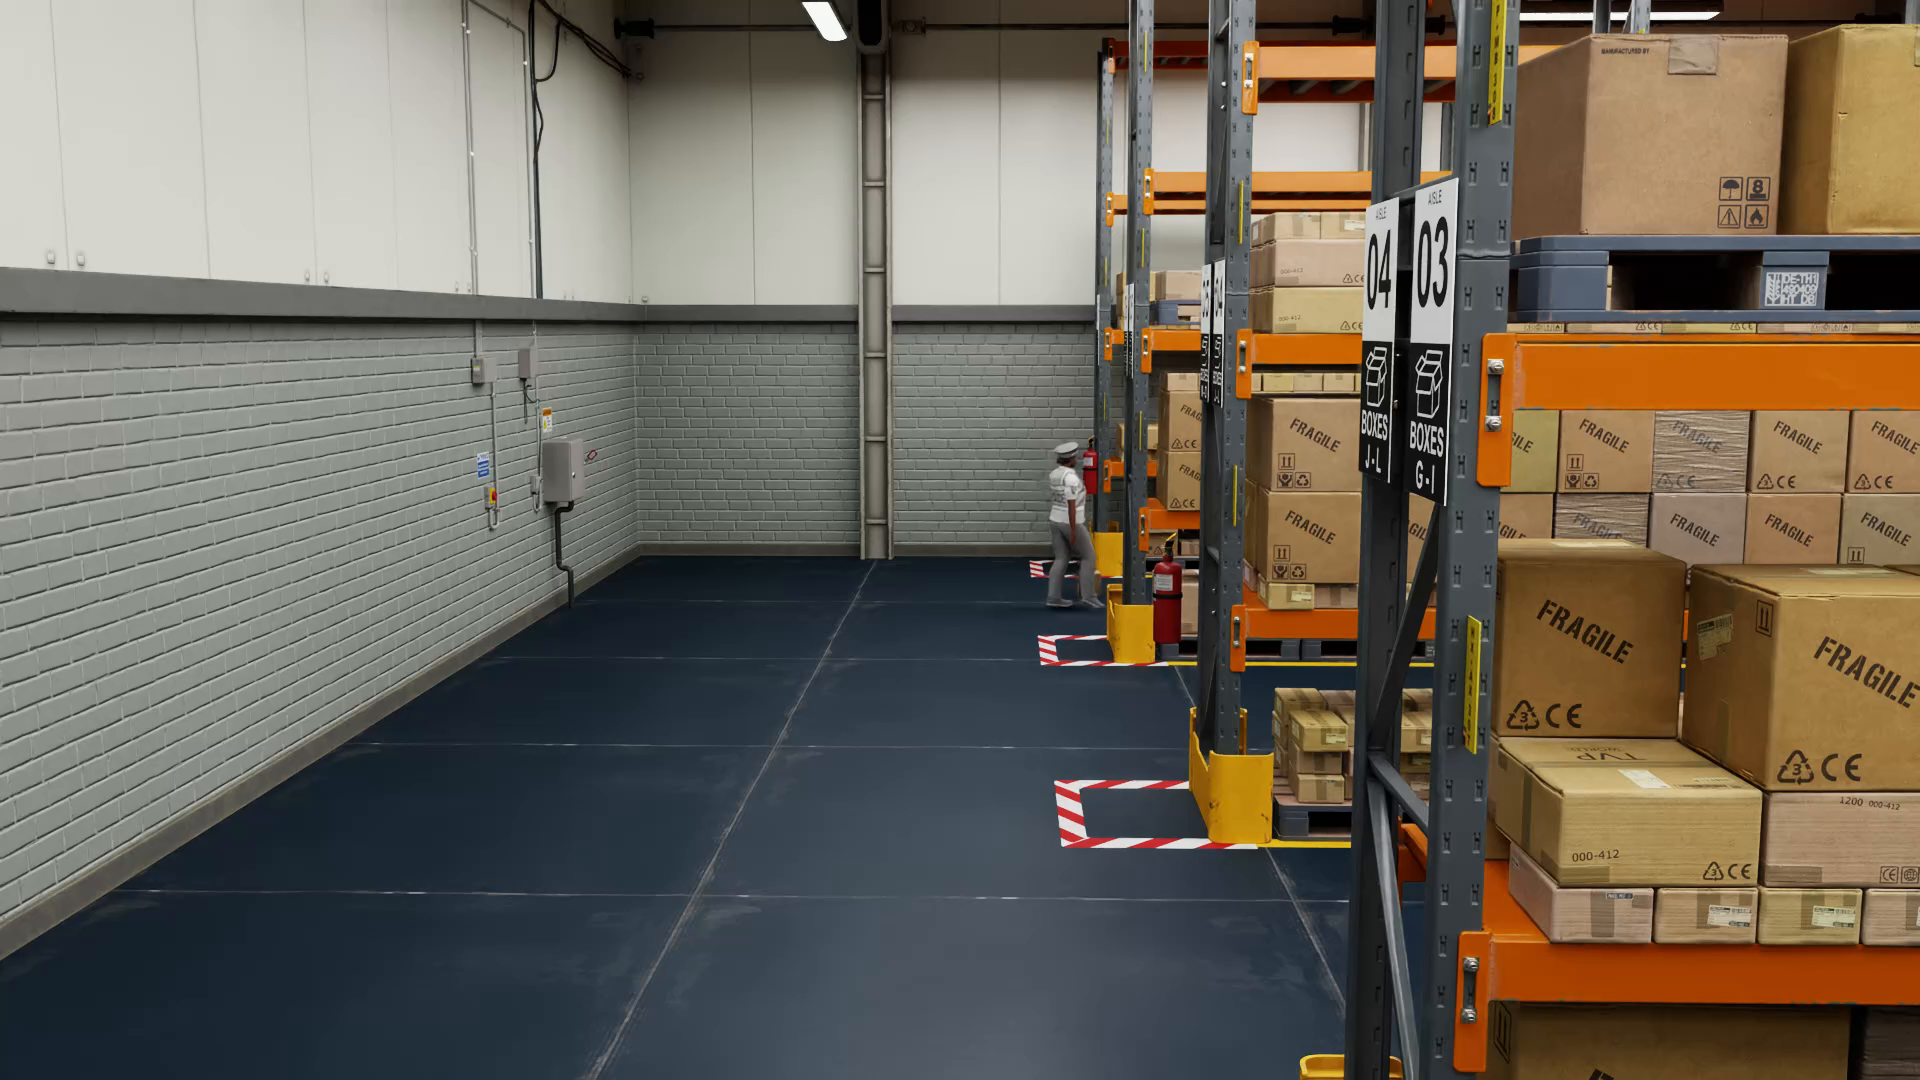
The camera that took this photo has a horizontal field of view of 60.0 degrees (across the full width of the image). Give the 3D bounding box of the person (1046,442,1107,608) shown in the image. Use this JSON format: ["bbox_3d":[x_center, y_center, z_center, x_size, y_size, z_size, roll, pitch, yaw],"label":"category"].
[{"bbox_3d":[1.168,-0.135,16.842,0.614,1.718,0.505,-4,8,-30],"label":"person"}]
